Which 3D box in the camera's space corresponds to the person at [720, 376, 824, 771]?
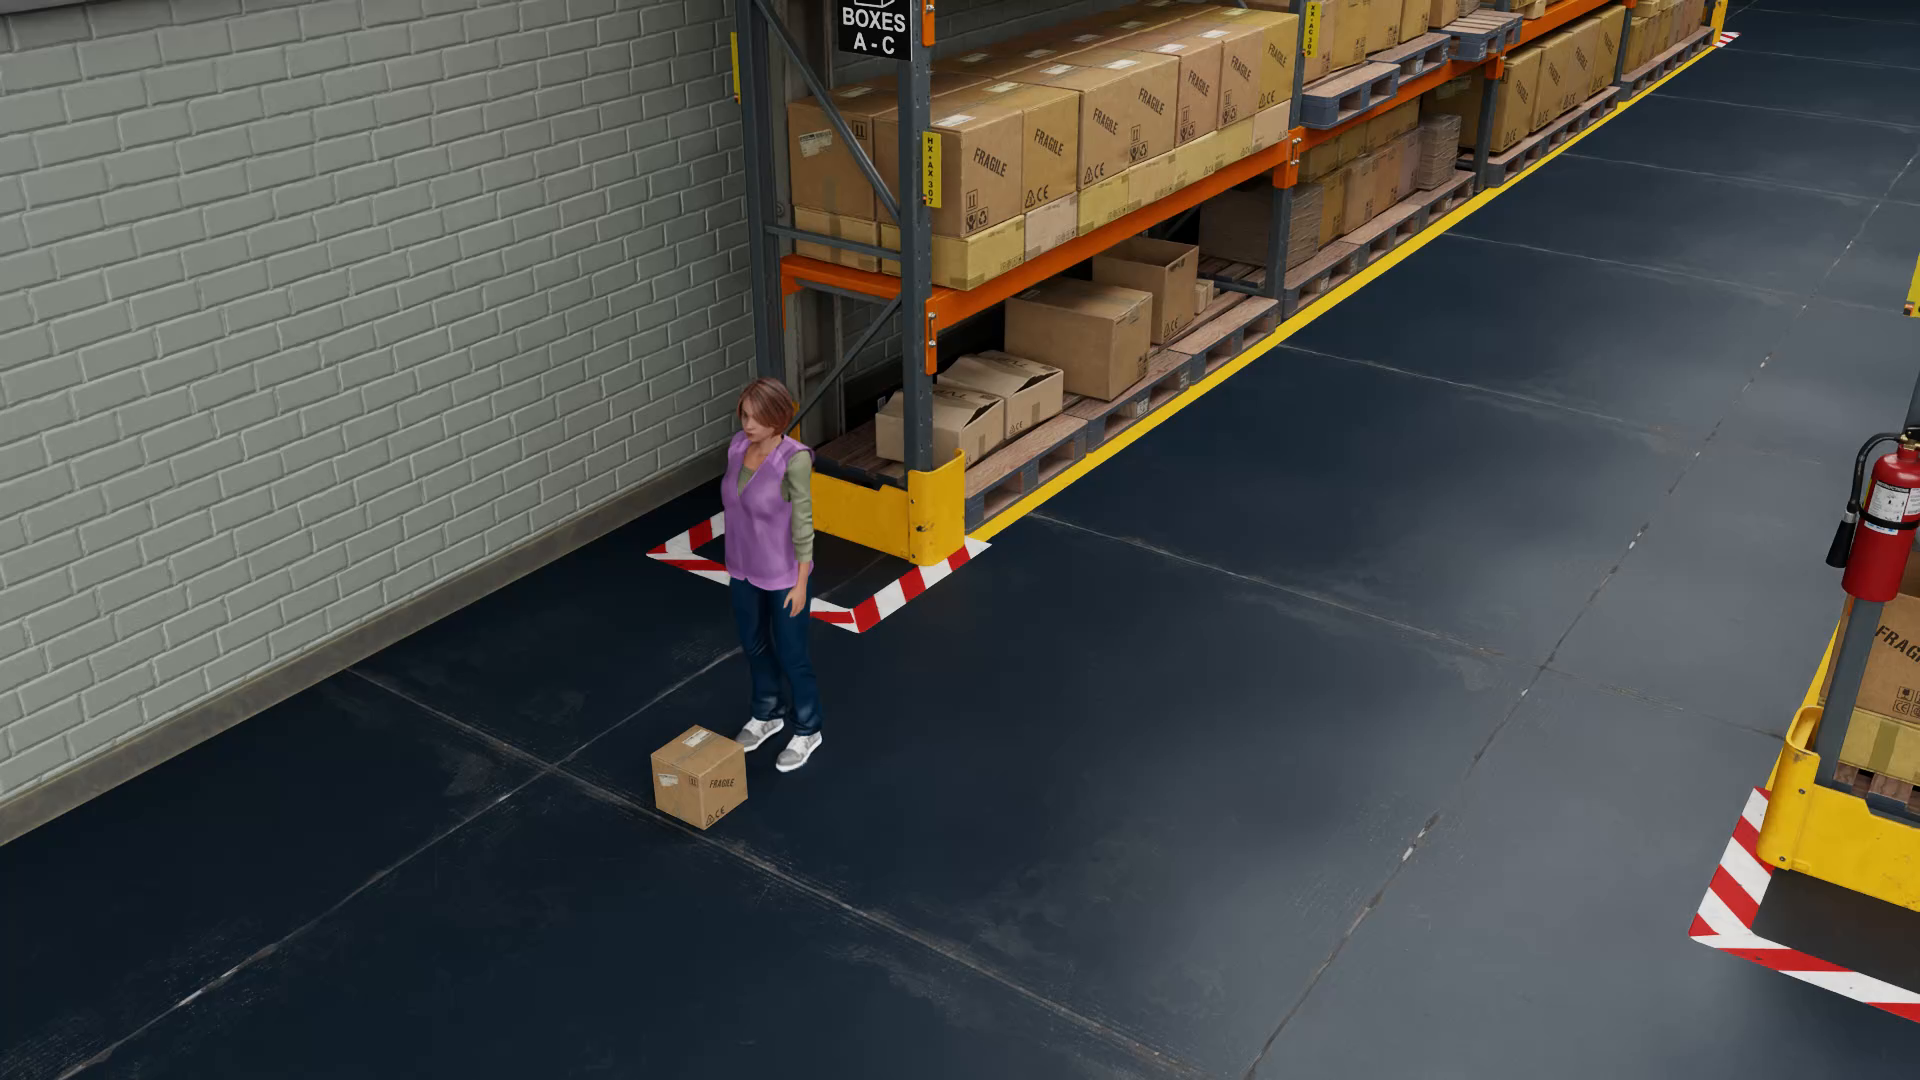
[{"bbox_3d":[-0.720,0.134,6.375,0.407,1.605,0.304,18,33,31],"label":"person"}]
